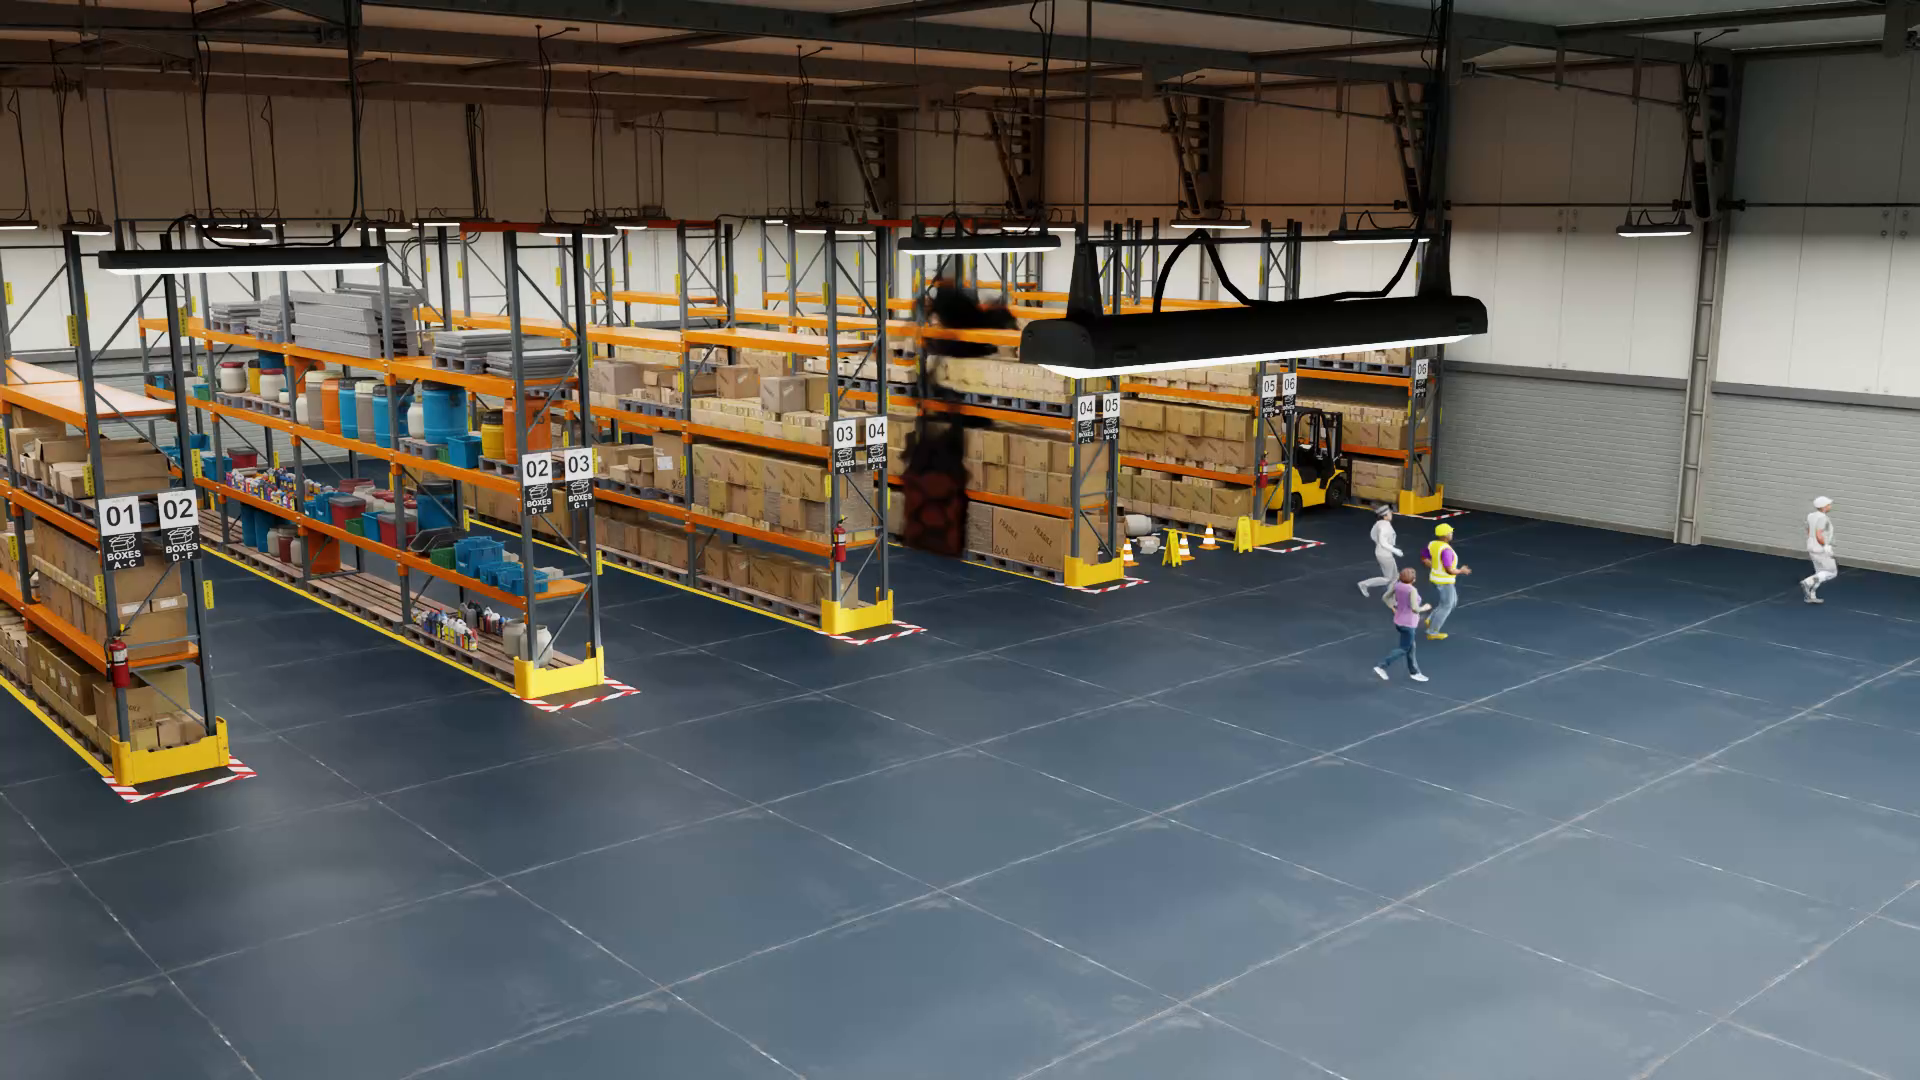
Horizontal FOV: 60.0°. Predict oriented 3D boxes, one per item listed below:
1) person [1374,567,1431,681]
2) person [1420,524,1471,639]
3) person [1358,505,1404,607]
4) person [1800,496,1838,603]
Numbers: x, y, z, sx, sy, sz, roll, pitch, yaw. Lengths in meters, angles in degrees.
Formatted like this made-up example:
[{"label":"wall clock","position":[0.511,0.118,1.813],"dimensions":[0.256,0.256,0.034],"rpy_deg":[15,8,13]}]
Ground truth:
[{"label":"person","position":[5.900,1.143,22.095],"dimensions":[0.879,1.597,0.540],"rpy_deg":[-4,12,-17]},{"label":"person","position":[7.153,0.600,24.462],"dimensions":[0.597,1.721,0.686],"rpy_deg":[-1,11,-6]},{"label":"person","position":[6.738,0.244,26.522],"dimensions":[0.758,1.662,0.633],"rpy_deg":[1,11,5]},{"label":"person","position":[13.808,0.160,26.691],"dimensions":[0.593,1.738,0.660],"rpy_deg":[1,11,4]}]
